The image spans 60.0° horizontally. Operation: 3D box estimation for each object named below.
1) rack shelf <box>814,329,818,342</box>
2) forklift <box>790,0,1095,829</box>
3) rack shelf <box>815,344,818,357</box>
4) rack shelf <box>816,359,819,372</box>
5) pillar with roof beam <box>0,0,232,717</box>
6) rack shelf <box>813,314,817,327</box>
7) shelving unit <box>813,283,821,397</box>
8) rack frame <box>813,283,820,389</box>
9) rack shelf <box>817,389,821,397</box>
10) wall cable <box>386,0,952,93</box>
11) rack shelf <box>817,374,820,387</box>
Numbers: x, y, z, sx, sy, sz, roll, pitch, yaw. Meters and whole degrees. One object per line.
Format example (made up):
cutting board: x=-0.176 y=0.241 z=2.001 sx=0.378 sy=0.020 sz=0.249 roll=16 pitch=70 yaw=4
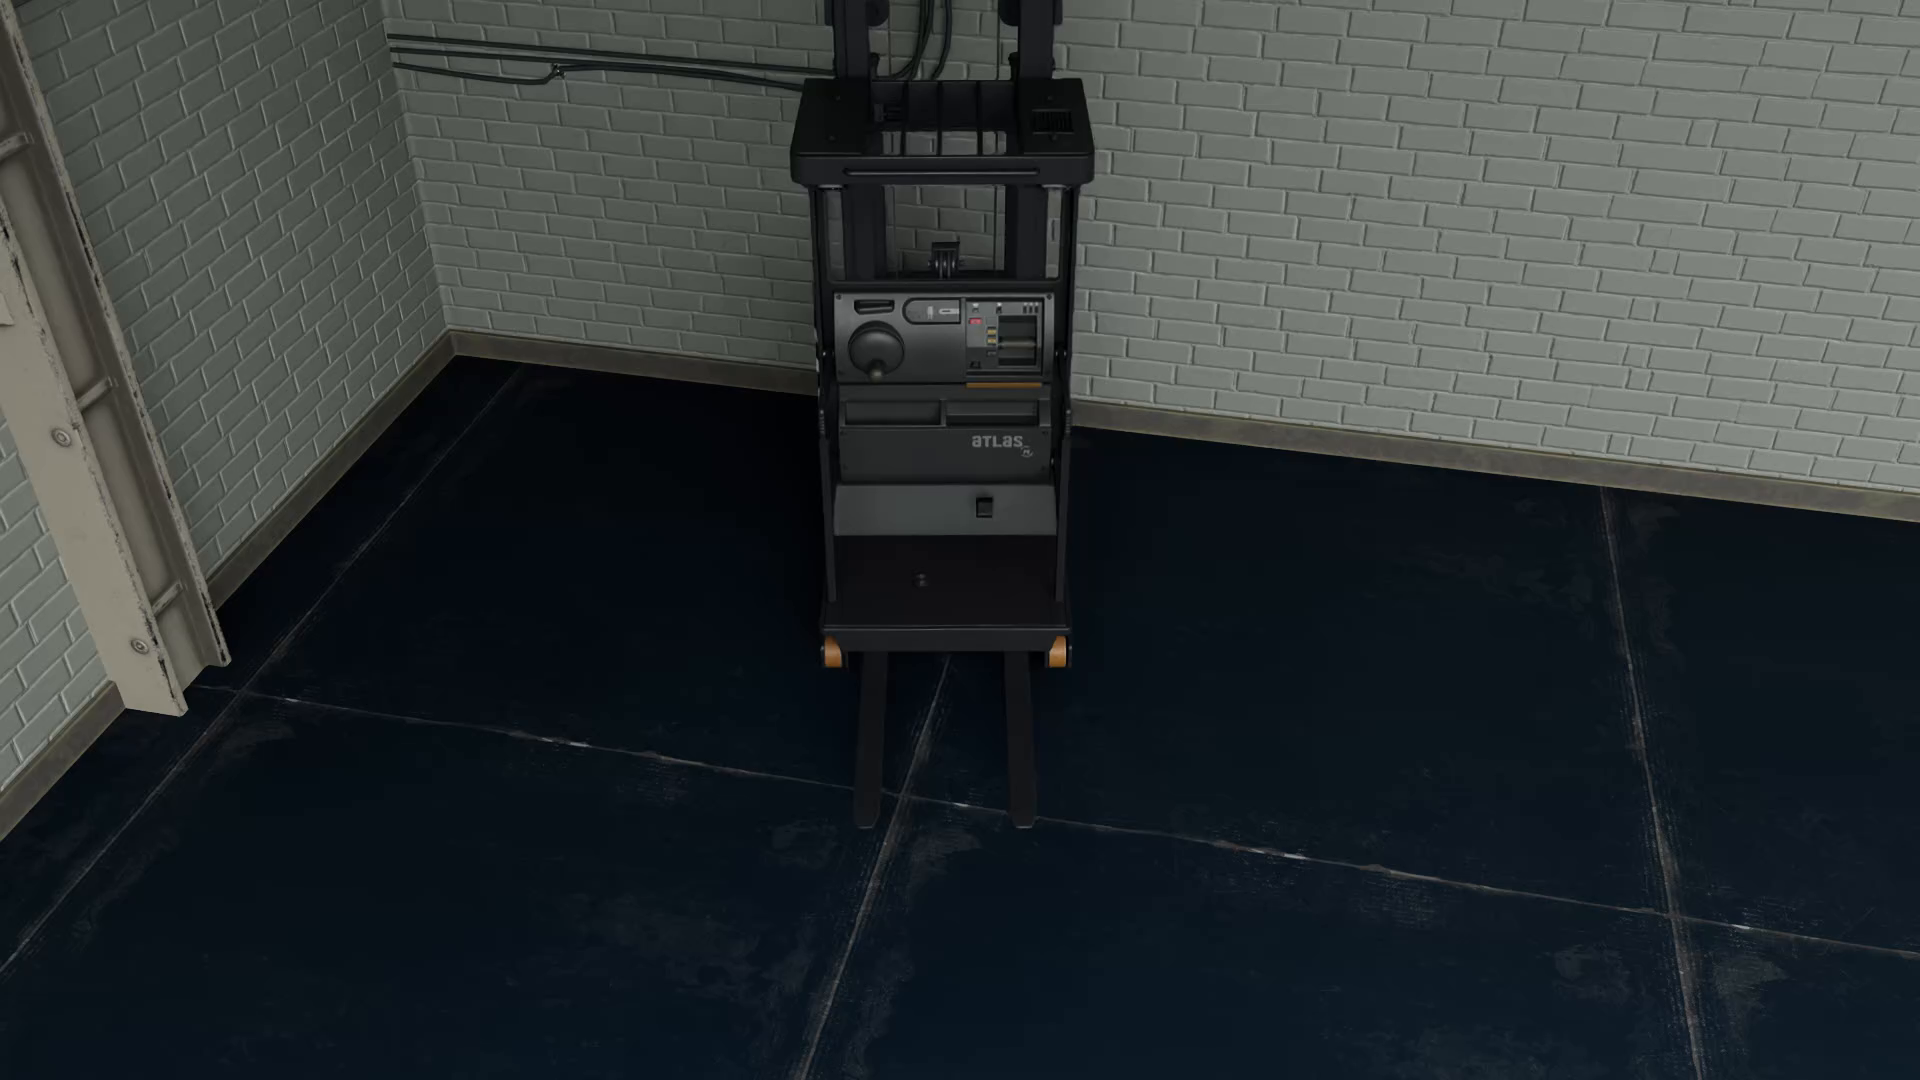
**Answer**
rack shelf: x=-0.614 y=-1.033 z=8.659 sx=0.258 sy=0.077 sz=0.200 roll=-9 pitch=37 yaw=-12
forklift: x=-0.063 y=-0.796 z=6.850 sx=1.130 sy=2.935 sz=3.031 roll=0 pitch=36 yaw=0
rack shelf: x=-0.614 y=-0.960 z=8.711 sx=0.258 sy=0.077 sz=0.200 roll=-9 pitch=37 yaw=-12
rack shelf: x=-0.614 y=-0.887 z=8.764 sx=0.258 sy=0.077 sz=0.200 roll=-9 pitch=37 yaw=-12
pillar with roof beam: x=0.729 y=-2.473 z=3.994 sx=9.100 sy=9.000 sz=0.400 roll=7 pitch=37 yaw=10
rack shelf: x=-0.614 y=-1.106 z=8.606 sx=0.258 sy=0.077 sz=0.200 roll=-9 pitch=37 yaw=-12
shelving unit: x=-0.614 y=-0.914 z=8.745 sx=0.258 sy=0.900 sz=0.210 roll=-9 pitch=37 yaw=-12
rack frame: x=-0.640 y=-0.972 z=8.824 sx=0.240 sy=0.900 sz=0.006 roll=-9 pitch=37 yaw=-12
rack shelf: x=-0.614 y=-0.742 z=8.870 sx=0.258 sy=0.077 sz=0.200 roll=-9 pitch=37 yaw=-12
wall cable: x=-1.556 y=-3.278 z=7.751 sx=3.097 sy=2.526 sz=0.112 roll=7 pitch=37 yaw=10
rack shelf: x=-0.614 y=-0.814 z=8.817 sx=0.258 sy=0.077 sz=0.200 roll=-9 pitch=37 yaw=-12
